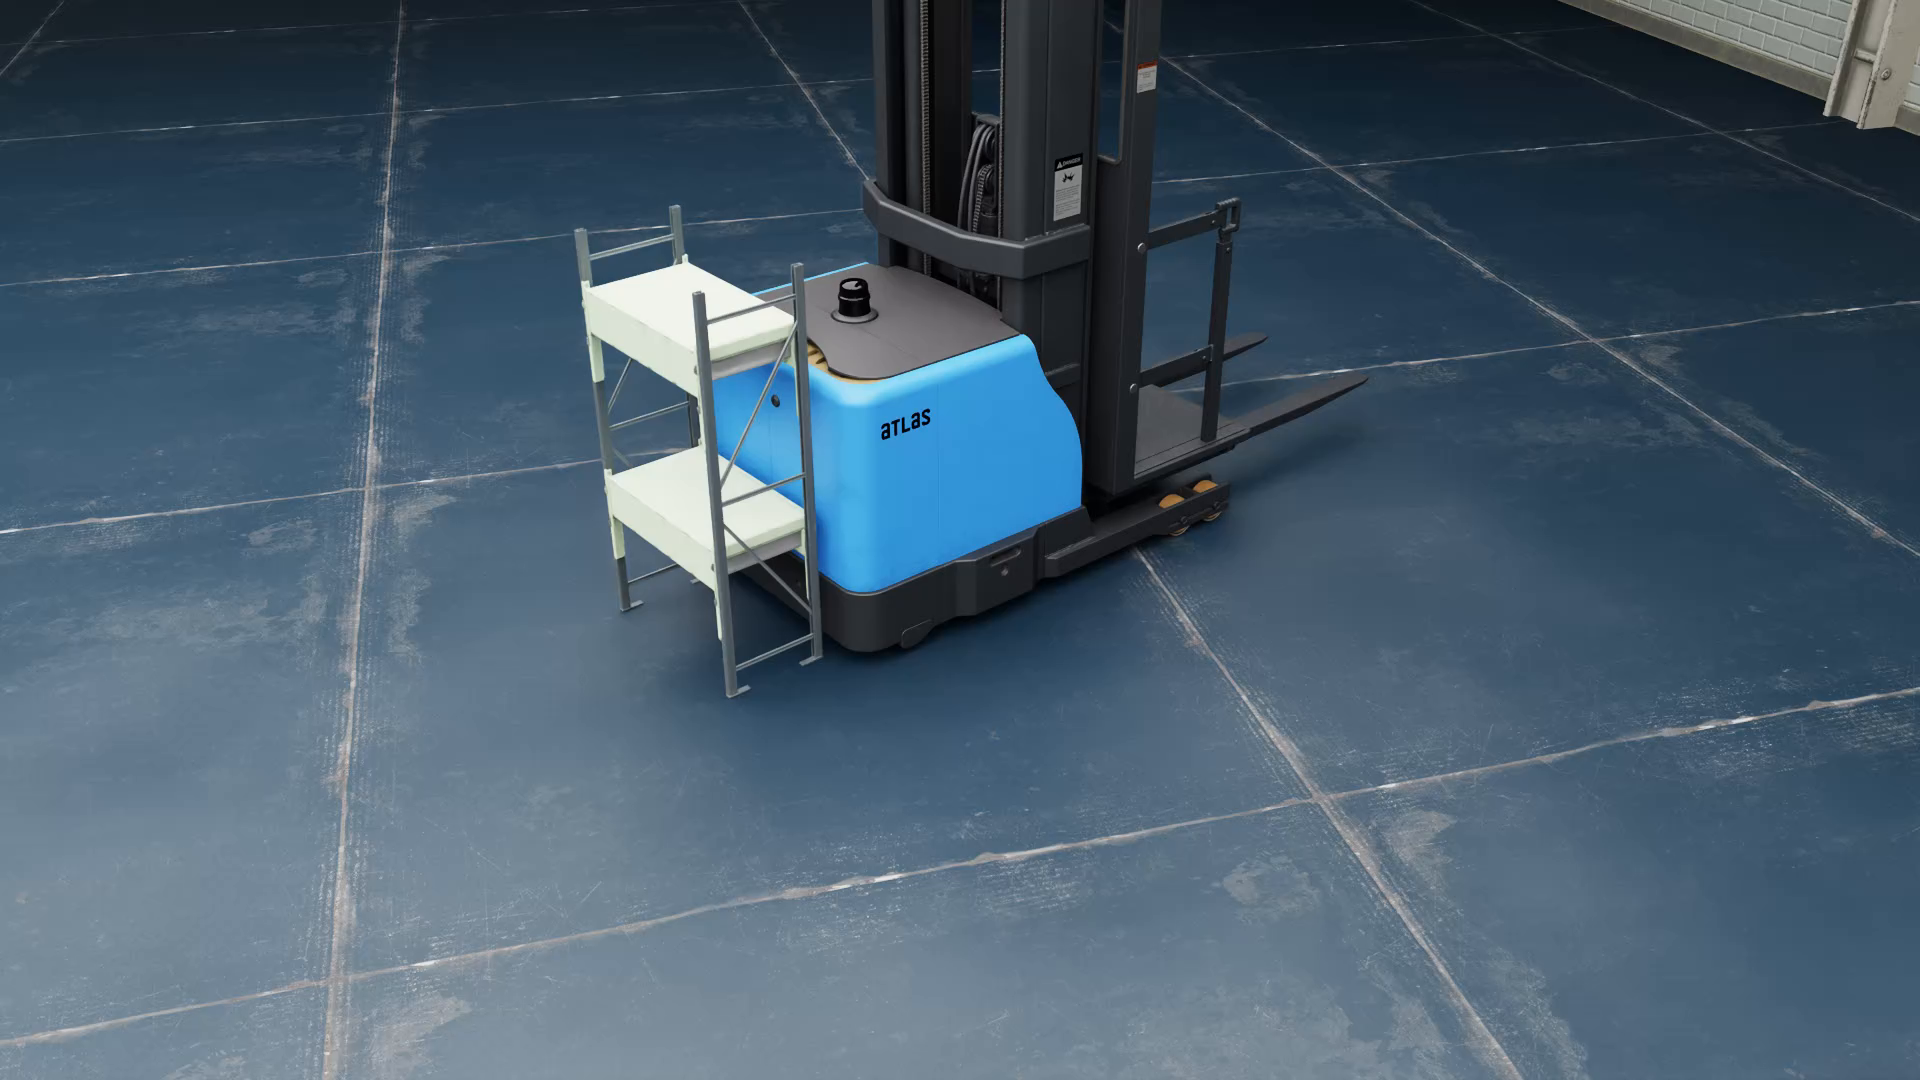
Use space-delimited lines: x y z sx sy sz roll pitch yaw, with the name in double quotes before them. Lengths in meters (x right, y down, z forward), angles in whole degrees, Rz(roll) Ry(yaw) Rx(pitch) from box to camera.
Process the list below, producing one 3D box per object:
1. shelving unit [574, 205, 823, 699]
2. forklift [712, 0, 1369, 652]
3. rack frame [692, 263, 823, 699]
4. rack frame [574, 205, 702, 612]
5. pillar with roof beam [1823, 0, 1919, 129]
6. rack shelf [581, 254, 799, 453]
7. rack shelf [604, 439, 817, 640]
"shelving unit" -0.891 -0.304 5.777 0.431 1.500 0.755 -23 37 -34
"forklift" 0.487 -1.469 6.362 3.031 2.935 1.130 -22 37 -33
"rack frame" -0.656 -0.163 5.534 0.400 1.500 0.023 -23 37 -34
"rack frame" -1.126 -0.444 6.020 0.400 1.500 0.023 -23 37 -34
"pillar with roof beam" 2.328 -6.347 8.732 9.100 9.000 0.400 -8 31 -13
"rack shelf" -0.891 -0.641 5.582 0.431 0.370 0.720 -23 37 -34
"rack shelf" -0.891 -0.021 5.941 0.431 0.370 0.720 -23 37 -34
